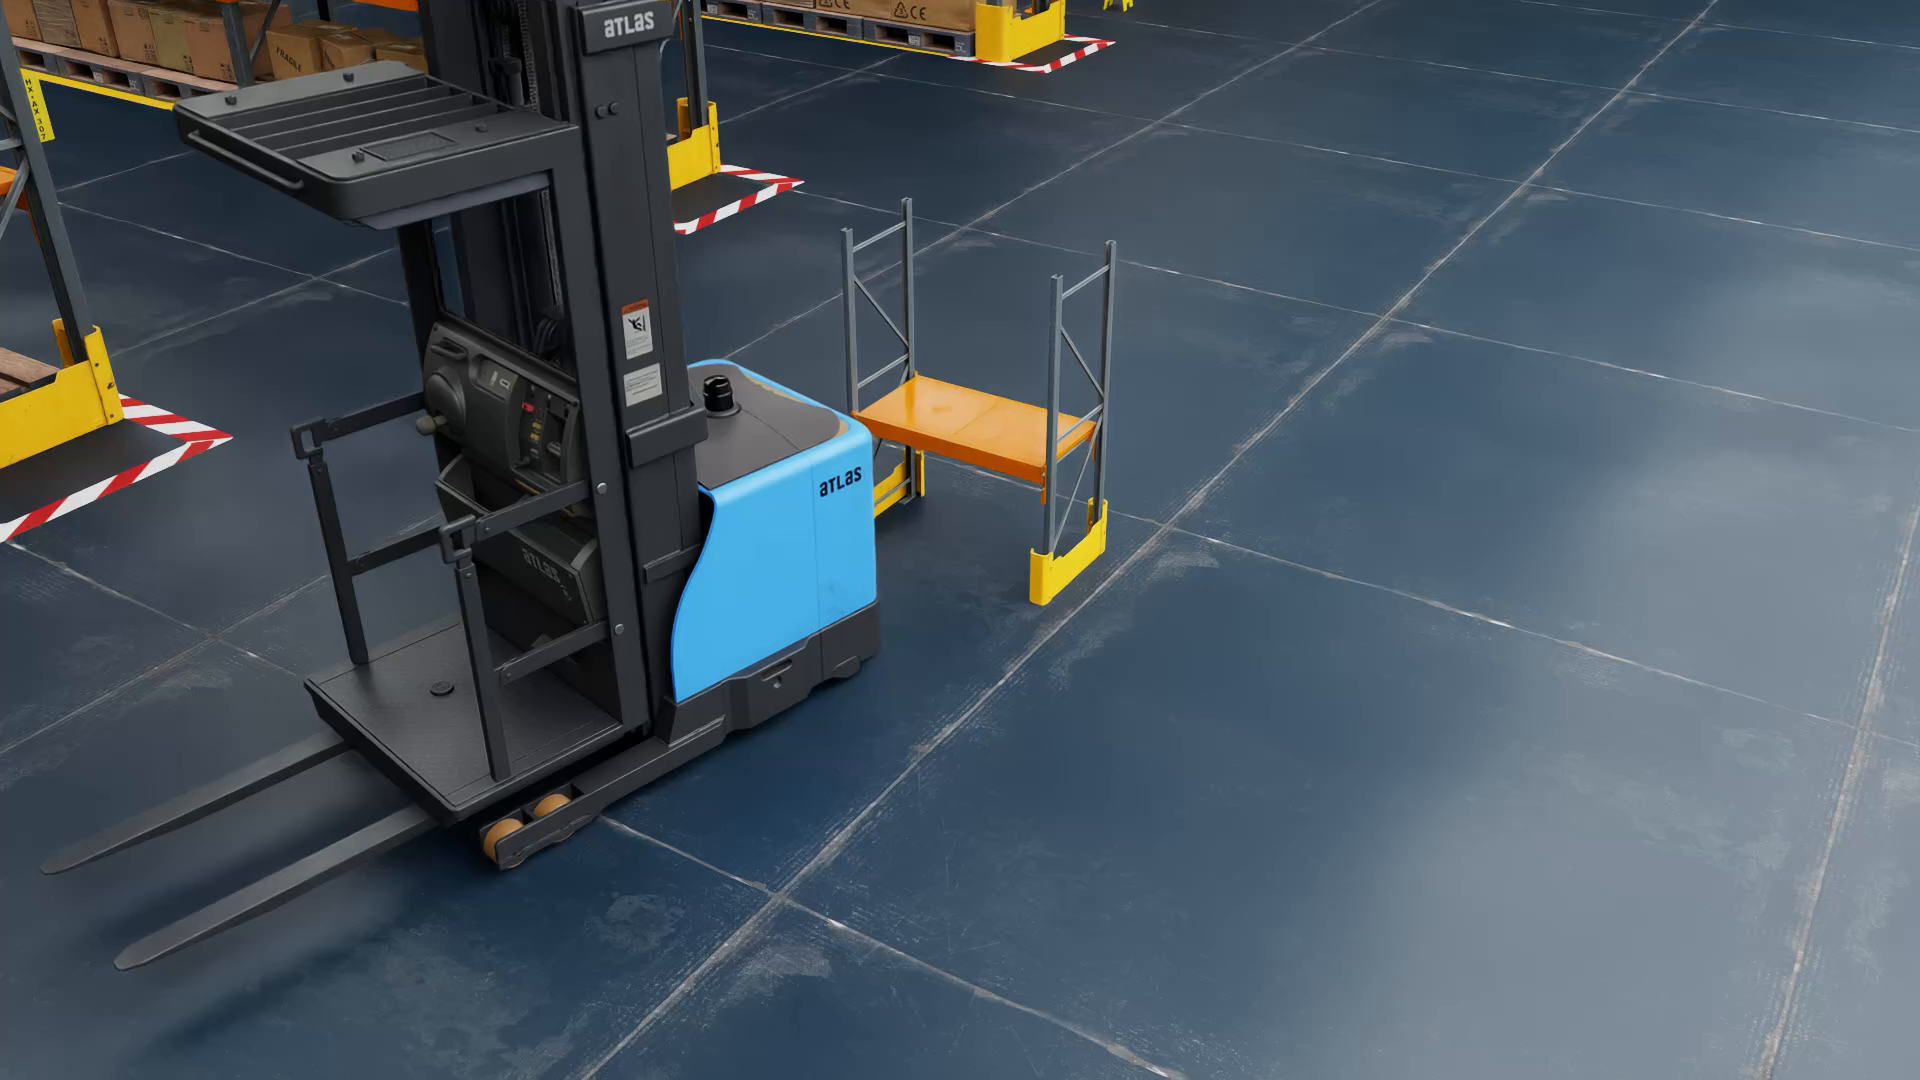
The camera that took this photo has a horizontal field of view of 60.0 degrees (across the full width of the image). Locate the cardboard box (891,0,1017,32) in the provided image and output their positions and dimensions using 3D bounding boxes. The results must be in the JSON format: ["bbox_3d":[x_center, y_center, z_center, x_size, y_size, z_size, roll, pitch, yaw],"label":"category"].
[{"bbox_3d":[-0.055,-5.373,15.674,0.875,0.875,0.875,18,35,28],"label":"cardboard box"}]

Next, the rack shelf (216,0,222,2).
[{"bbox_3d":[-7.250,-5.162,14.336,4.000,0.370,1.077,18,35,27],"label":"rack shelf"}]

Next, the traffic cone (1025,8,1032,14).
[{"bbox_3d":[0.859,-5.608,16.904,0.334,0.463,0.336,18,35,27],"label":"traffic cone"}]

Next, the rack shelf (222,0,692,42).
[{"bbox_3d":[-3.862,-4.091,12.499,4.000,0.370,1.077,18,35,27],"label":"rack shelf"}]

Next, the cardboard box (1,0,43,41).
[{"bbox_3d":[-8.366,-4.948,15.299,0.500,0.500,0.700,16,34,25],"label":"cardboard box"}]

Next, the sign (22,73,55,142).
[{"bbox_3d":[-4.505,-2.105,8.107,0.005,0.325,0.100,18,35,27],"label":"sign"}]

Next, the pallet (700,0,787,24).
[{"bbox_3d":[-2.231,-5.586,17.115,1.213,0.211,1.003,18,35,27],"label":"pallet"}]

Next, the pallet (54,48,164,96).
[{"bbox_3d":[-7.254,-4.267,14.855,1.213,0.211,1.003,18,35,27],"label":"pallet"}]

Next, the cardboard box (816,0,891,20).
[{"bbox_3d":[-0.802,-5.608,16.077,0.875,0.875,0.875,17,34,27],"label":"cardboard box"}]

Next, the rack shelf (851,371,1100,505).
[{"bbox_3d":[0.072,-0.470,7.424,1.000,0.185,0.538,18,35,27],"label":"rack shelf"}]

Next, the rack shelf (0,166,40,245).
[{"bbox_3d":[-6.495,-1.977,8.876,4.000,0.370,1.077,18,35,27],"label":"rack shelf"}]

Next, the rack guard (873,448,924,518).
[{"bbox_3d":[-0.357,-0.221,7.881,0.087,0.250,0.587,18,35,27],"label":"rack guard"}]

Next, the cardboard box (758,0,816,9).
[{"bbox_3d":[-1.573,-5.853,16.497,0.875,0.875,0.875,18,35,28],"label":"cardboard box"}]

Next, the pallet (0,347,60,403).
[{"bbox_3d":[-5.576,-0.768,8.856,1.213,0.211,1.003,18,35,27],"label":"pallet"}]

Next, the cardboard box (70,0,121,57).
[{"bbox_3d":[-7.406,-4.656,14.799,0.500,0.500,0.700,21,36,31],"label":"cardboard box"}]

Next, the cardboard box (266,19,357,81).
[{"bbox_3d":[-5.239,-3.915,13.548,0.500,0.500,0.500,16,34,26],"label":"cardboard box"}]

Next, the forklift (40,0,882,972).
[{"bbox_3d":[-1.722,-0.419,5.560,3.031,2.935,1.130,-27,39,-38],"label":"forklift"}]

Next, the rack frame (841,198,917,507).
[{"bbox_3d":[-0.358,-0.761,7.566,0.032,1.500,0.500,18,35,27],"label":"rack frame"}]

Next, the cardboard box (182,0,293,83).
[{"bbox_3d":[-6.065,-4.221,14.053,0.500,0.500,0.700,15,33,24],"label":"cardboard box"}]

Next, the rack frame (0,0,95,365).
[{"bbox_3d":[-4.801,-1.752,7.776,0.127,3.000,1.000,18,35,27],"label":"rack frame"}]

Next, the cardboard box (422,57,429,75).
[{"bbox_3d":[-3.733,-3.463,12.773,0.500,0.500,0.500,21,36,32],"label":"cardboard box"}]

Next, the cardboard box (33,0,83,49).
[{"bbox_3d":[-7.889,-4.805,15.054,0.500,0.500,0.700,15,33,23],"label":"cardboard box"}]

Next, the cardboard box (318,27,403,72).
[{"bbox_3d":[-4.750,-3.765,13.290,0.500,0.500,0.500,-23,37,-33],"label":"cardboard box"}]

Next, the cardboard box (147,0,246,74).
[{"bbox_3d":[-6.459,-4.357,14.286,0.500,0.500,0.700,17,34,27],"label":"cardboard box"}]

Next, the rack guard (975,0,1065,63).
[{"bbox_3d":[0.574,-4.869,15.601,0.348,0.500,1.175,18,35,27],"label":"rack guard"}]

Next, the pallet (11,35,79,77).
[{"bbox_3d":[-8.283,-4.594,15.416,1.213,0.211,1.003,18,35,27],"label":"pallet"}]

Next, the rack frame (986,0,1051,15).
[{"bbox_3d":[0.554,-5.956,14.982,0.127,3.000,1.000,18,35,27],"label":"rack frame"}]

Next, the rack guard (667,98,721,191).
[{"bbox_3d":[-2.233,-2.806,12.064,0.348,0.500,1.175,18,35,27],"label":"rack guard"}]

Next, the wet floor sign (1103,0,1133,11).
[{"bbox_3d":[1.631,-5.776,17.010,0.232,0.644,0.267,12,32,19],"label":"wet floor sign"}]

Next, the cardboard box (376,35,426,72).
[{"bbox_3d":[-4.182,-3.632,13.062,0.500,0.500,0.500,14,33,23],"label":"cardboard box"}]

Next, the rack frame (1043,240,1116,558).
[{"bbox_3d":[0.503,-0.489,7.099,0.032,1.500,0.500,18,35,27],"label":"rack frame"}]

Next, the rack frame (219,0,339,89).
[{"bbox_3d":[-5.556,-4.937,13.236,0.127,3.000,1.000,18,35,27],"label":"rack frame"}]

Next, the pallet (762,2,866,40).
[{"bbox_3d":[-1.194,-5.259,16.555,1.213,0.211,1.003,18,35,27],"label":"pallet"}]

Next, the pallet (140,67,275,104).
[{"bbox_3d":[-6.216,-3.941,14.296,1.213,0.211,1.003,18,35,27],"label":"pallet"}]

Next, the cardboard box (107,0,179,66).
[{"bbox_3d":[-6.933,-4.507,14.543,0.500,0.500,0.700,14,33,23],"label":"cardboard box"}]

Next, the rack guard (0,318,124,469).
[{"bbox_3d":[-4.891,-0.672,8.406,0.348,0.500,1.175,18,35,27],"label":"rack guard"}]

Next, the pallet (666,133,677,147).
[{"bbox_3d":[-2.902,-2.914,12.536,1.213,0.211,1.003,18,35,27],"label":"pallet"}]

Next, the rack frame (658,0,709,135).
[{"bbox_3d":[-2.168,-3.866,11.400,0.127,3.000,1.000,18,35,27],"label":"rack frame"}]

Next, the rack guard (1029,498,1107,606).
[{"bbox_3d":[0.486,0.046,7.423,0.087,0.250,0.587,18,35,27],"label":"rack guard"}]

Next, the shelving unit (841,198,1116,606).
[{"bbox_3d":[0.065,-0.627,7.337,1.083,1.500,0.587,18,35,27],"label":"shelving unit"}]

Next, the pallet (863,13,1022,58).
[{"bbox_3d":[-0.165,-4.932,15.994,1.213,0.211,1.003,18,35,27],"label":"pallet"}]
